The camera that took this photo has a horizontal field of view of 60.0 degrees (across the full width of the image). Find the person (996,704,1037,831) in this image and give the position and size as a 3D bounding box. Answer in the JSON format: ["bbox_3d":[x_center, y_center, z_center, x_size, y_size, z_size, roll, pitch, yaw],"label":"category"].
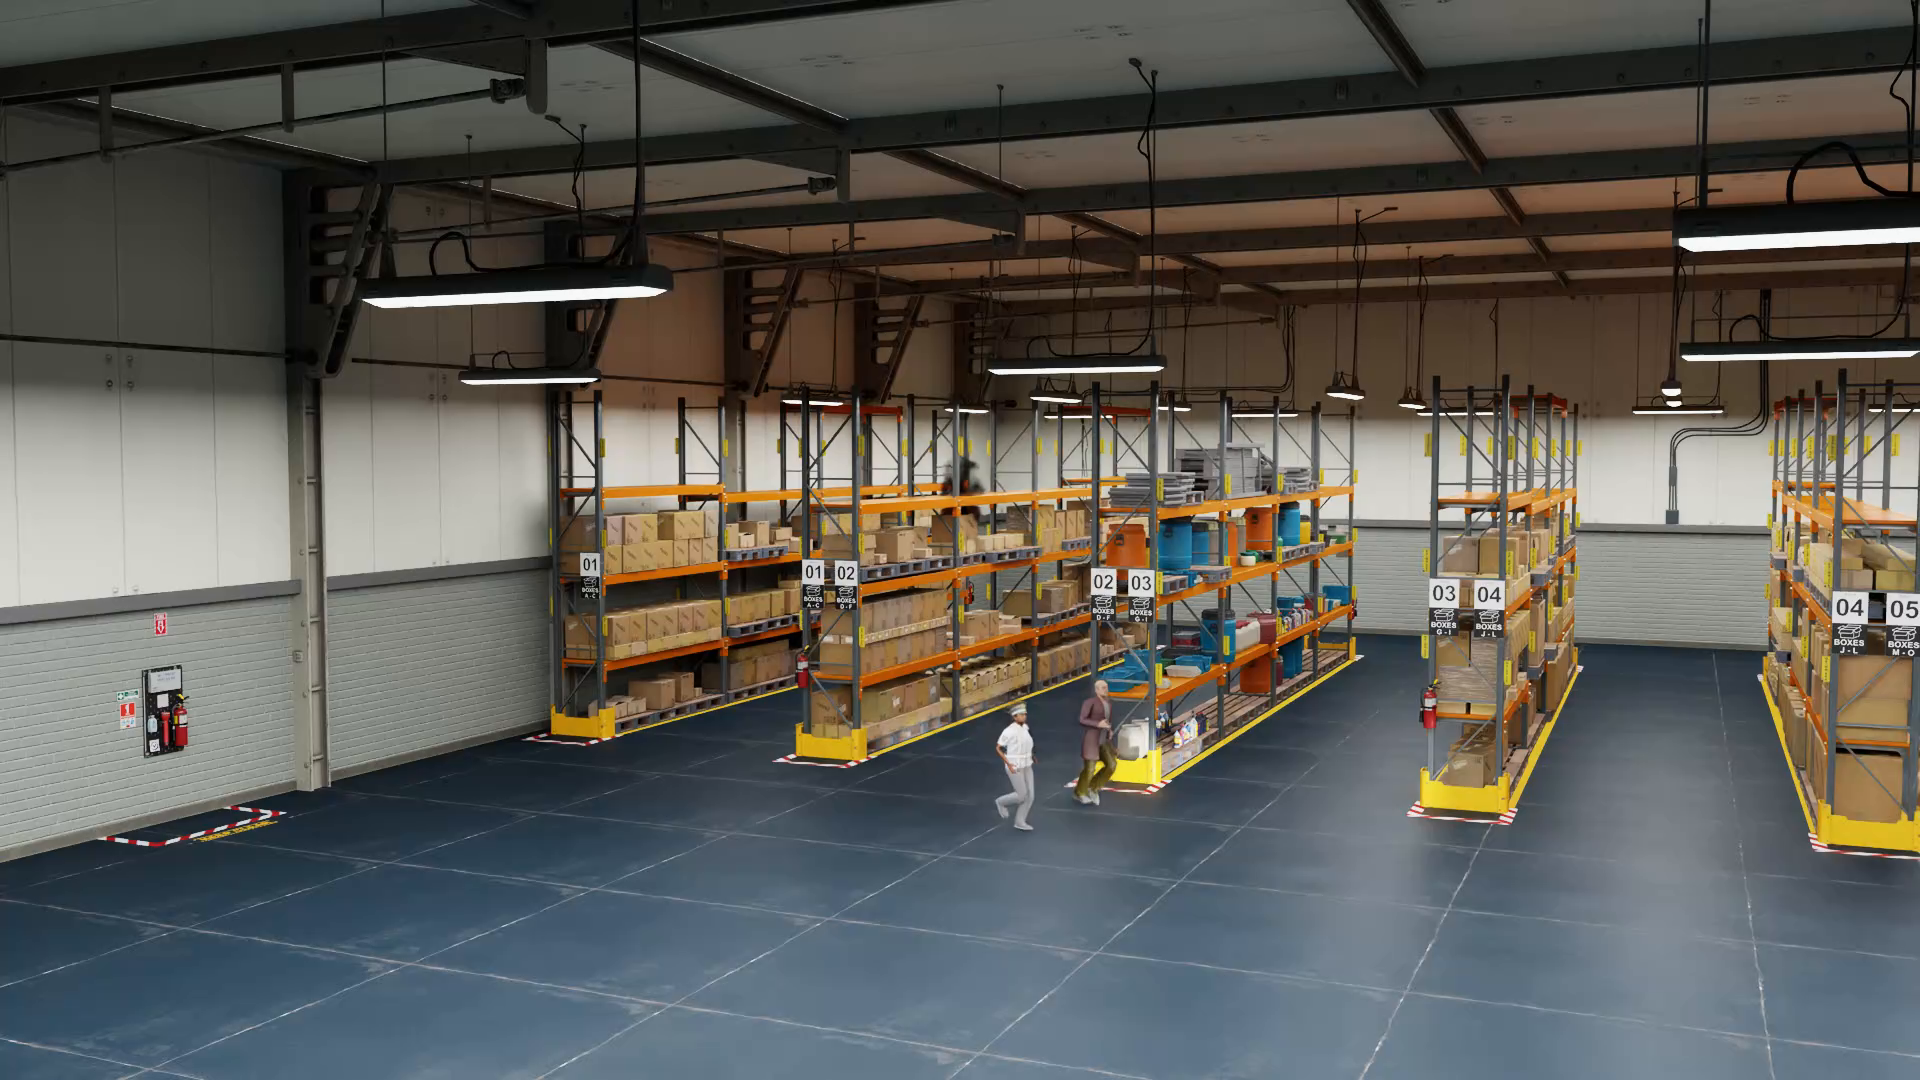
[{"bbox_3d":[0.753,2.967,21.859,0.575,1.654,0.591,3,4,43],"label":"person"}]

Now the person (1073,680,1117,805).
[{"bbox_3d":[1.975,2.846,23.342,0.701,1.763,0.741,-2,4,-35],"label":"person"}]
